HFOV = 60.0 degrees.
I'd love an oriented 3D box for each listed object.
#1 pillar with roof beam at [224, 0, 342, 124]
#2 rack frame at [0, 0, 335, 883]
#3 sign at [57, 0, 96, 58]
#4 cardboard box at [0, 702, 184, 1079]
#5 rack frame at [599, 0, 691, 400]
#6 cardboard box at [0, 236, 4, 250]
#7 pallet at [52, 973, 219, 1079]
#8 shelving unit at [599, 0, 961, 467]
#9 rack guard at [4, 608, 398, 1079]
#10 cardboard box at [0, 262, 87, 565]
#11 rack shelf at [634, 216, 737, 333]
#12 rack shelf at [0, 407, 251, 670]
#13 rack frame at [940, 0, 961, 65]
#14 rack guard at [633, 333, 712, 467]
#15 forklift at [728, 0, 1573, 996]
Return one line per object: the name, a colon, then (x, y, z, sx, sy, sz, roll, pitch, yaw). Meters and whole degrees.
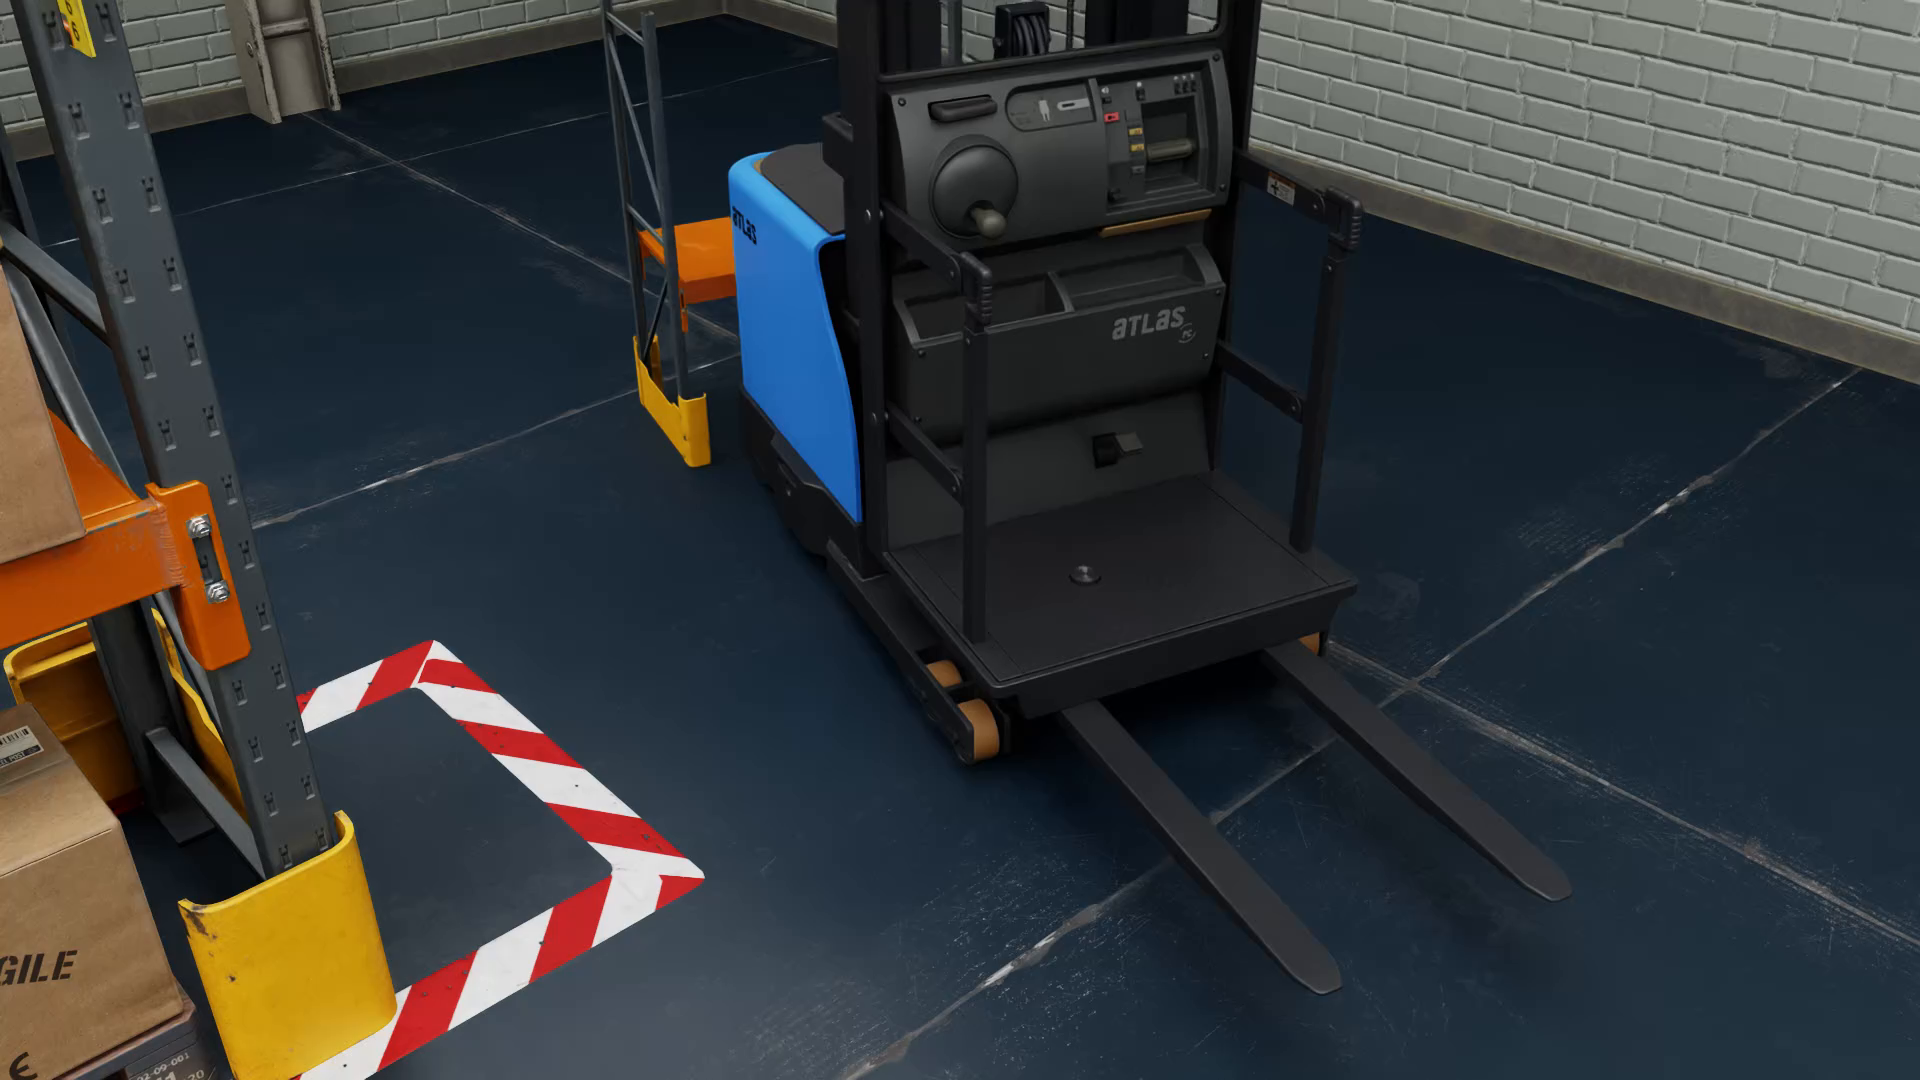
pillar with roof beam: (-0.707, -4.544, 4.055, 0.400, 9.000, 9.100, -26, 40, -35)
rack frame: (-1.655, -0.449, 3.109, 0.127, 3.000, 1.000, -26, 40, -35)
sign: (-1.293, -0.859, 2.366, 0.005, 0.325, 0.100, -26, 40, -35)
cardboard box: (-1.887, 0.717, 3.177, 0.500, 0.500, 0.500, -26, 40, -35)
rack frame: (-1.028, -1.026, 5.490, 0.032, 1.500, 0.500, -15, 34, -23)
cardboard box: (-1.795, -0.655, 2.392, 0.500, 0.500, 0.500, -26, 40, -36)
pallet: (-2.295, 1.051, 3.330, 1.213, 0.211, 1.003, -26, 40, -35)
shelving unit: (-0.566, -1.148, 5.688, 1.083, 1.500, 0.587, -15, 34, -23)
rack guard: (-1.711, 0.644, 3.717, 0.348, 0.500, 1.175, -26, 40, -35)
cardboard box: (-1.799, -0.229, 2.653, 0.500, 0.500, 0.500, -24, 39, -34)
rack shelf: (-0.574, -0.992, 5.778, 1.000, 0.185, 0.538, -15, 34, -23)
rack shelf: (-3.122, 0.567, 2.137, 4.000, 0.370, 1.077, -26, 40, -35)
rack frame: (-0.120, -1.265, 5.879, 0.032, 1.500, 0.500, -15, 34, -23)
rack guard: (-1.010, -0.497, 5.822, 0.087, 0.250, 0.587, -15, 34, -23)
forklift: (0.364, -0.935, 3.969, 1.130, 2.935, 3.031, -14, 34, -22)
